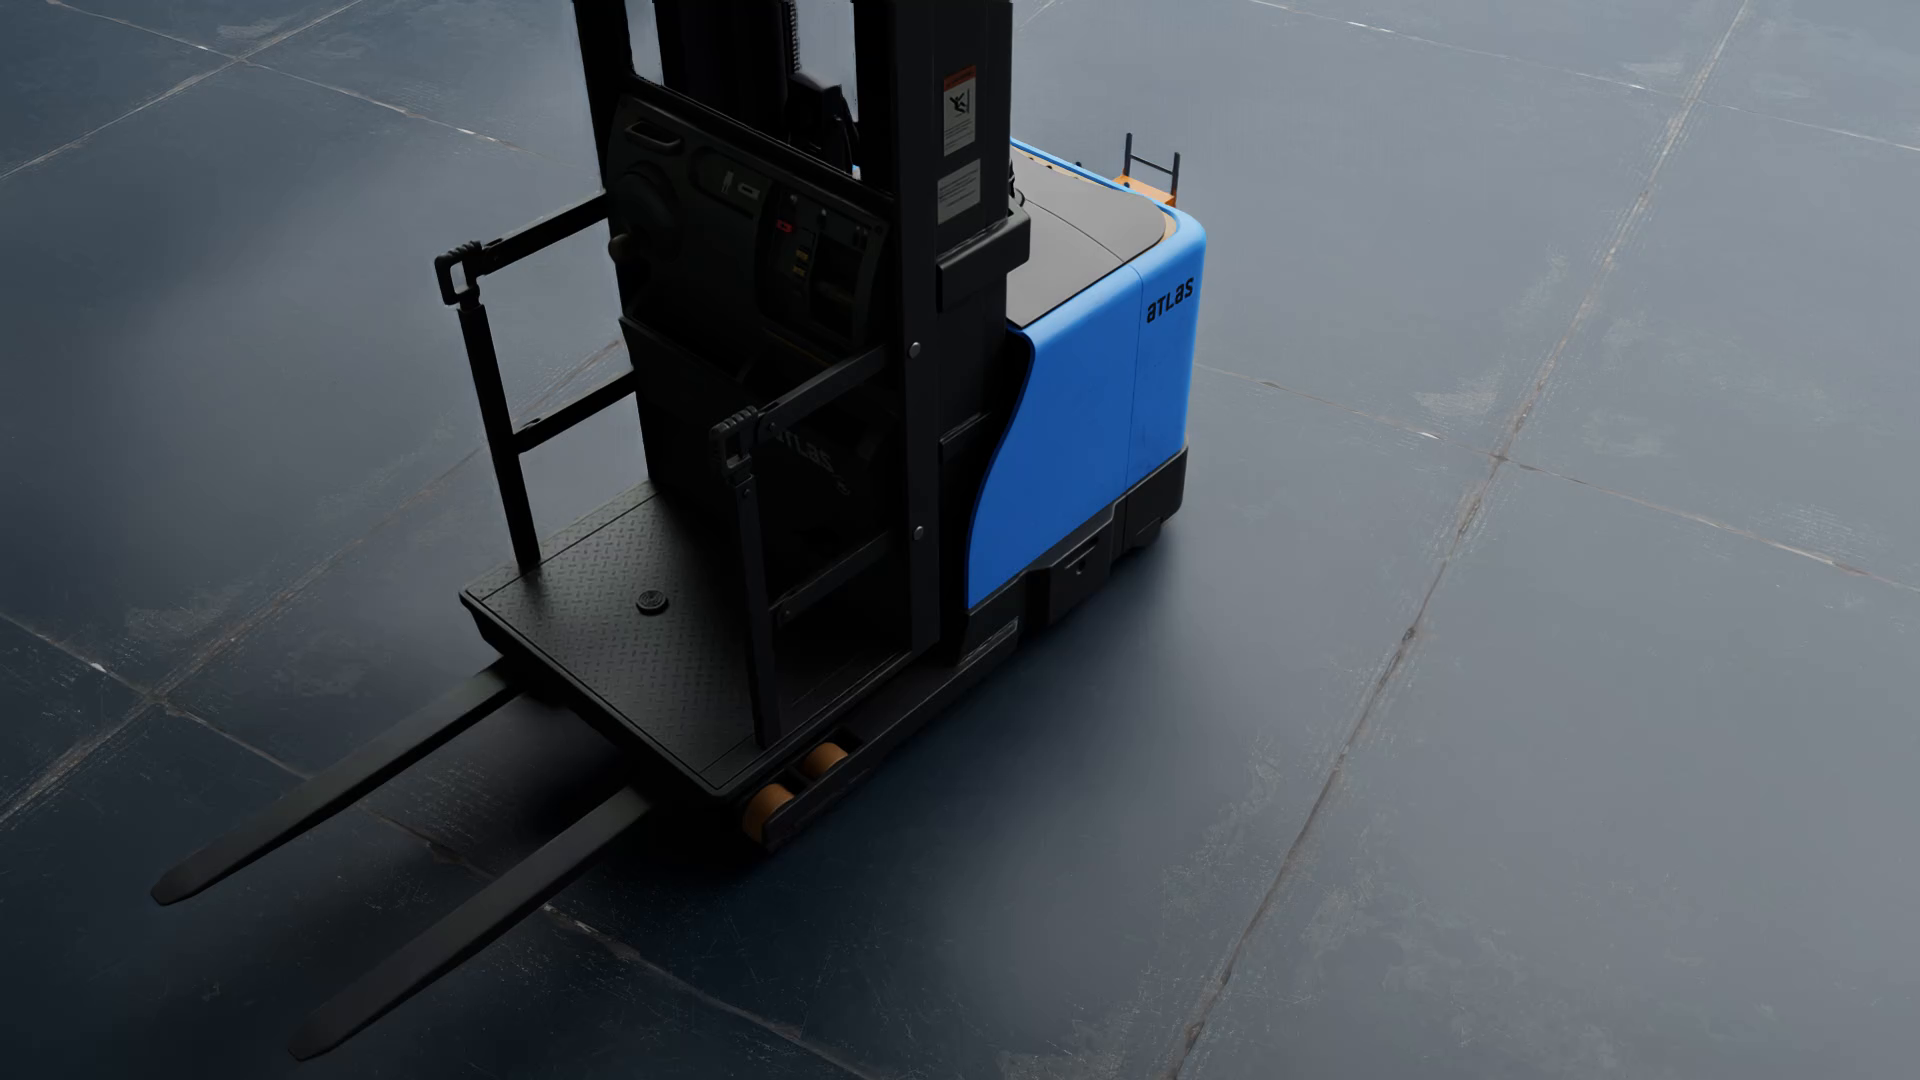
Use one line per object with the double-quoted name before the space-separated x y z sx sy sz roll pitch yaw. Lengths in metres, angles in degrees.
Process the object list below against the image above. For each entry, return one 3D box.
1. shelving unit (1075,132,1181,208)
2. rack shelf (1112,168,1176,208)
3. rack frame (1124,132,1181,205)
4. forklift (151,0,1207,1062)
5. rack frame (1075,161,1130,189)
"shelving unit" 0.501 -0.746 5.303 0.215 1.050 0.252 31 50 31
"rack shelf" 0.501 -0.951 5.122 0.215 0.259 0.240 31 50 31
"rack frame" 0.584 -0.805 5.370 0.200 1.050 0.008 31 50 31
"forklift" -0.661 -0.681 3.806 1.130 2.935 3.031 31 50 31
"rack frame" 0.419 -0.687 5.235 0.200 1.050 0.008 31 50 31
